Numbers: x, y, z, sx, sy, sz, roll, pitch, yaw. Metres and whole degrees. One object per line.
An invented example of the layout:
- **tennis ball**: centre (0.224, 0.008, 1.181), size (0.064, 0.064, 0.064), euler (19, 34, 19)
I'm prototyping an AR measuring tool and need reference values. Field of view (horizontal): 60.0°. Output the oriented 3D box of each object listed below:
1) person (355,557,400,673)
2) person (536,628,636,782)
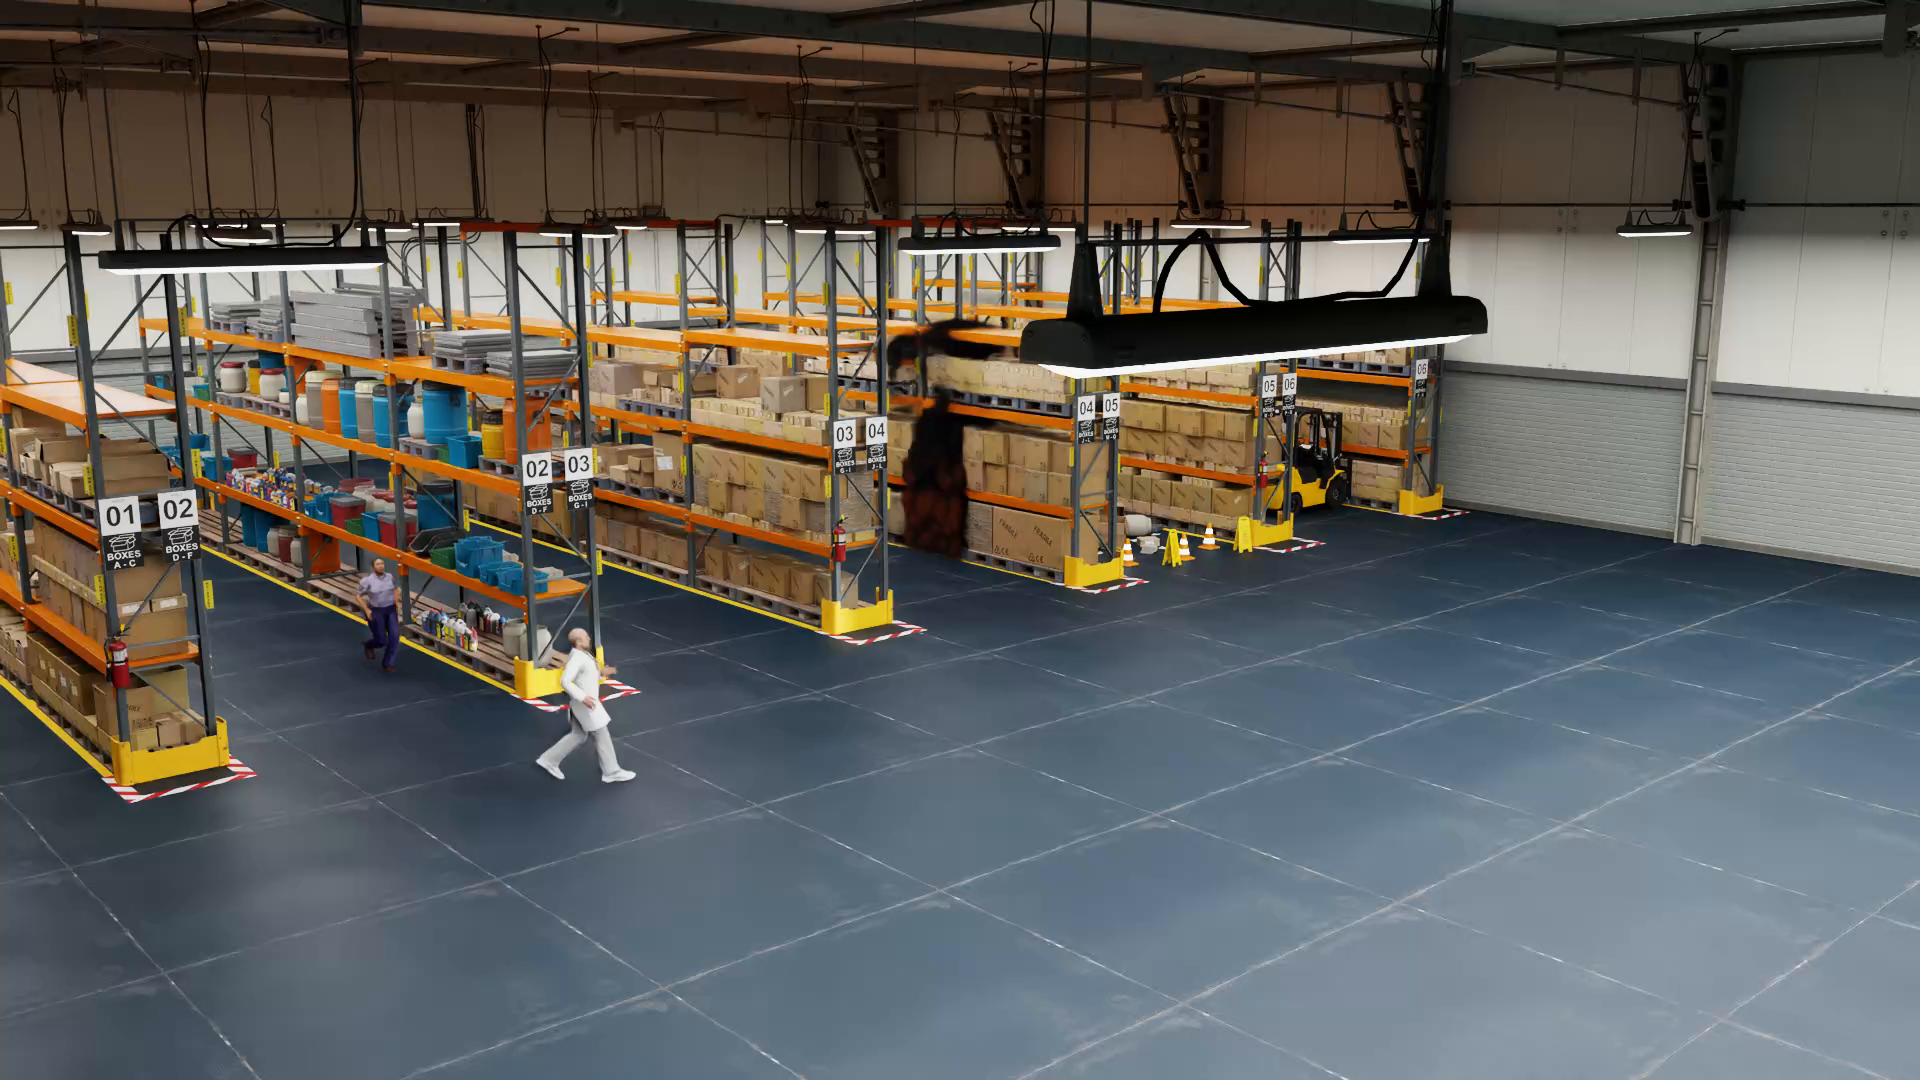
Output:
- **person**: centre (-7.973, 1.014, 22.876), size (0.614, 1.609, 0.575), euler (-11, 16, -44)
- **person**: centre (-4.126, 1.819, 18.252), size (1.050, 1.756, 0.704), euler (-4, 12, -20)
